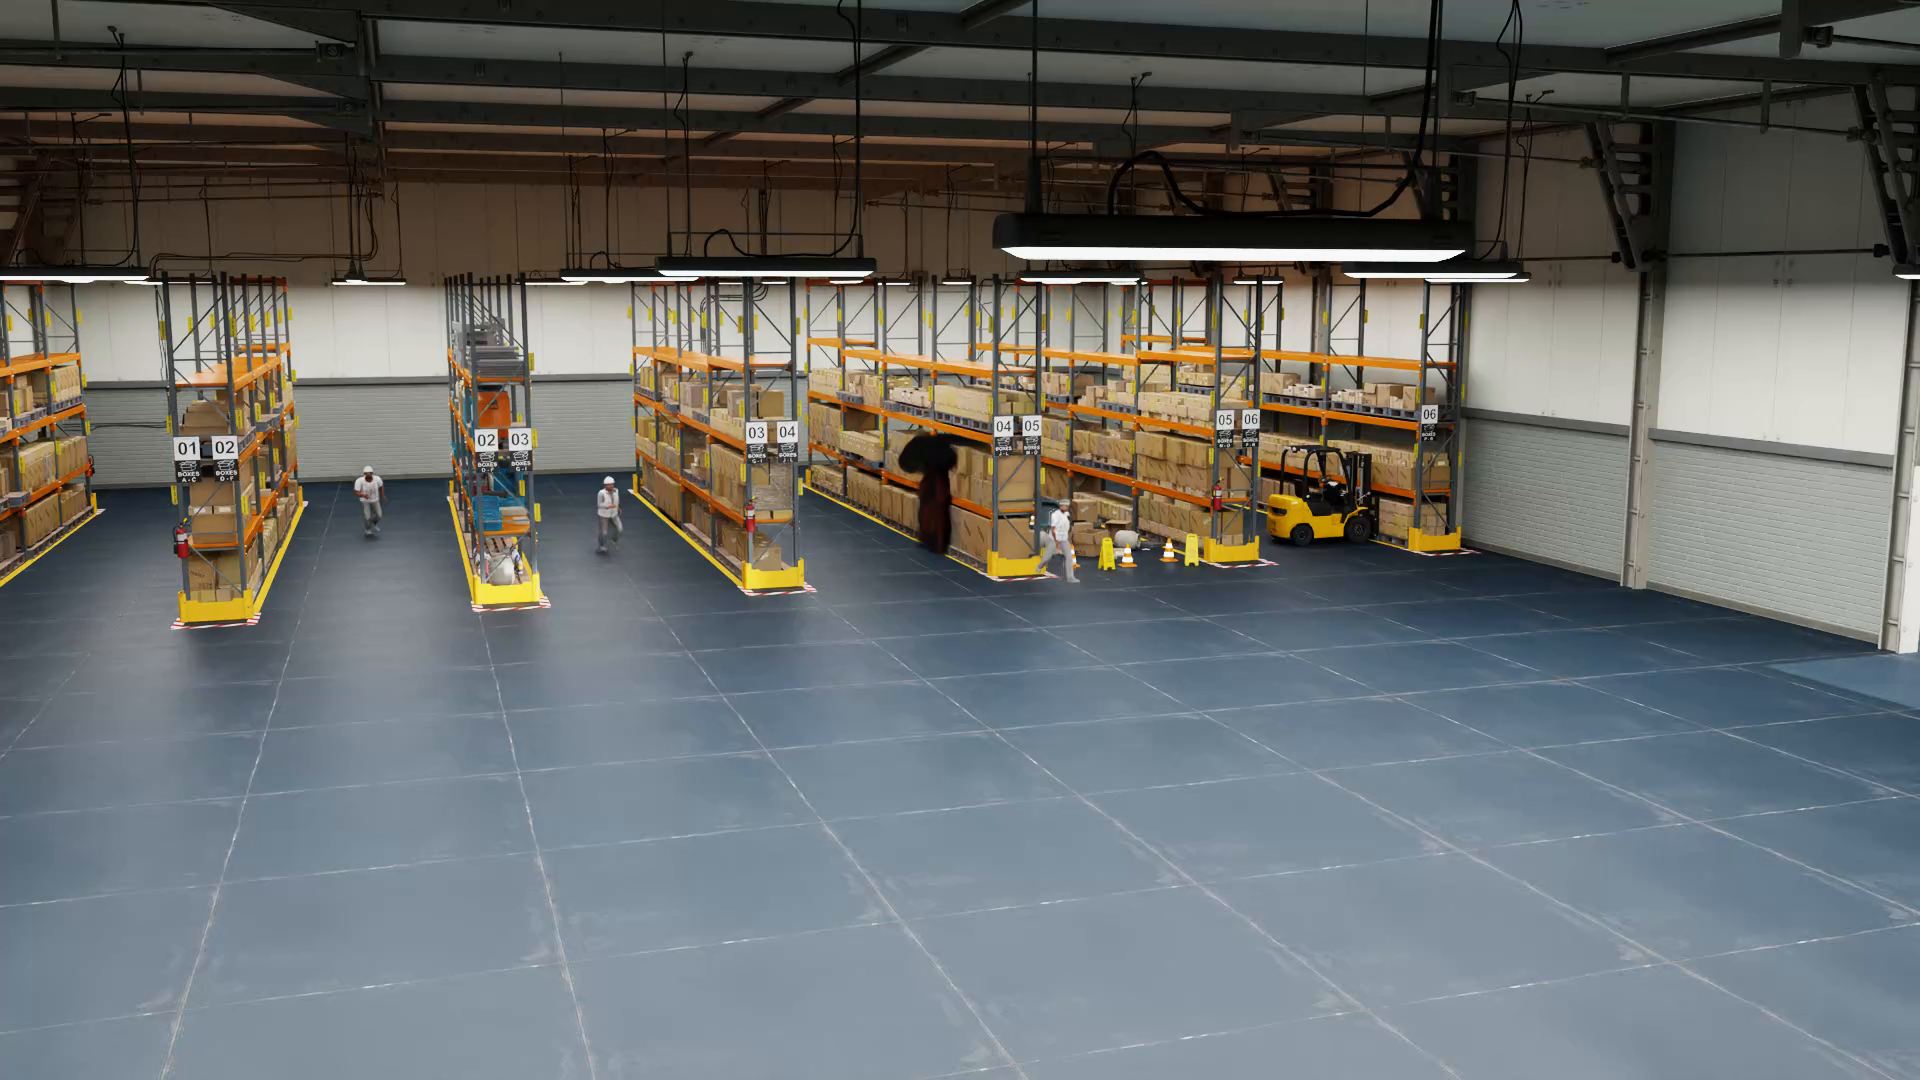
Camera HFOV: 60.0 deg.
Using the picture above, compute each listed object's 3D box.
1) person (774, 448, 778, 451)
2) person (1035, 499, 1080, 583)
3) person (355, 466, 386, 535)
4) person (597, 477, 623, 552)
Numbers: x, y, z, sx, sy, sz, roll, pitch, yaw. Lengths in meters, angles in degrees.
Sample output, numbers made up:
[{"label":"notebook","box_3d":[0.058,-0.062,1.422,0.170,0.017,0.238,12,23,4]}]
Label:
[{"label":"person","box_3d":[-5.259,-2.535,49.220,0.686,1.694,0.739,1,9,10]},{"label":"person","box_3d":[1.870,0.000,31.953,0.664,1.612,0.863,-6,10,-34]},{"label":"person","box_3d":[-13.709,-0.909,38.658,0.700,1.649,0.772,-5,10,-32]},{"label":"person","box_3d":[-7.620,-0.558,36.120,0.663,1.675,0.932,-7,11,-38]}]
